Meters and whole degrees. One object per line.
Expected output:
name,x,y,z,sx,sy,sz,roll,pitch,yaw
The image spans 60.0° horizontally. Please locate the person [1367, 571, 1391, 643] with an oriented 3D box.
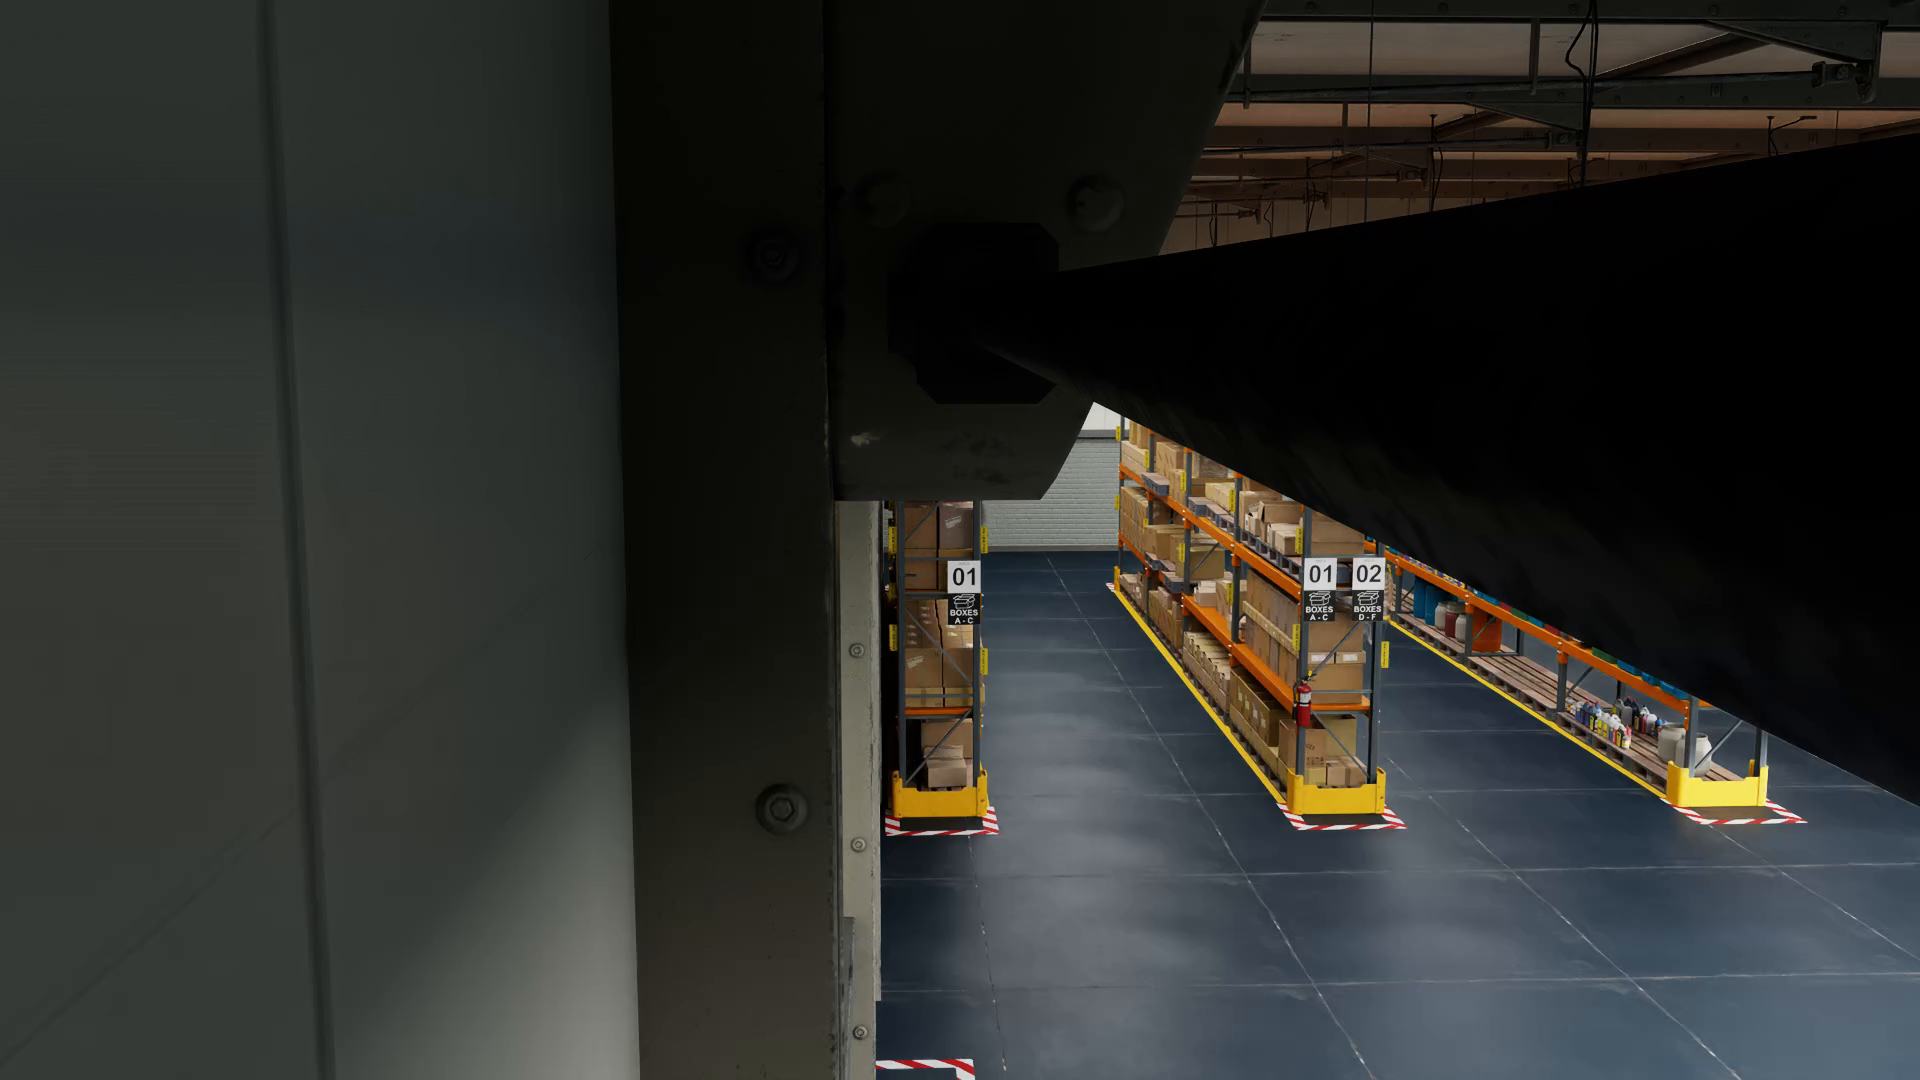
person,7.609,1.156,30.291,0.537,1.713,0.818,0,8,3
